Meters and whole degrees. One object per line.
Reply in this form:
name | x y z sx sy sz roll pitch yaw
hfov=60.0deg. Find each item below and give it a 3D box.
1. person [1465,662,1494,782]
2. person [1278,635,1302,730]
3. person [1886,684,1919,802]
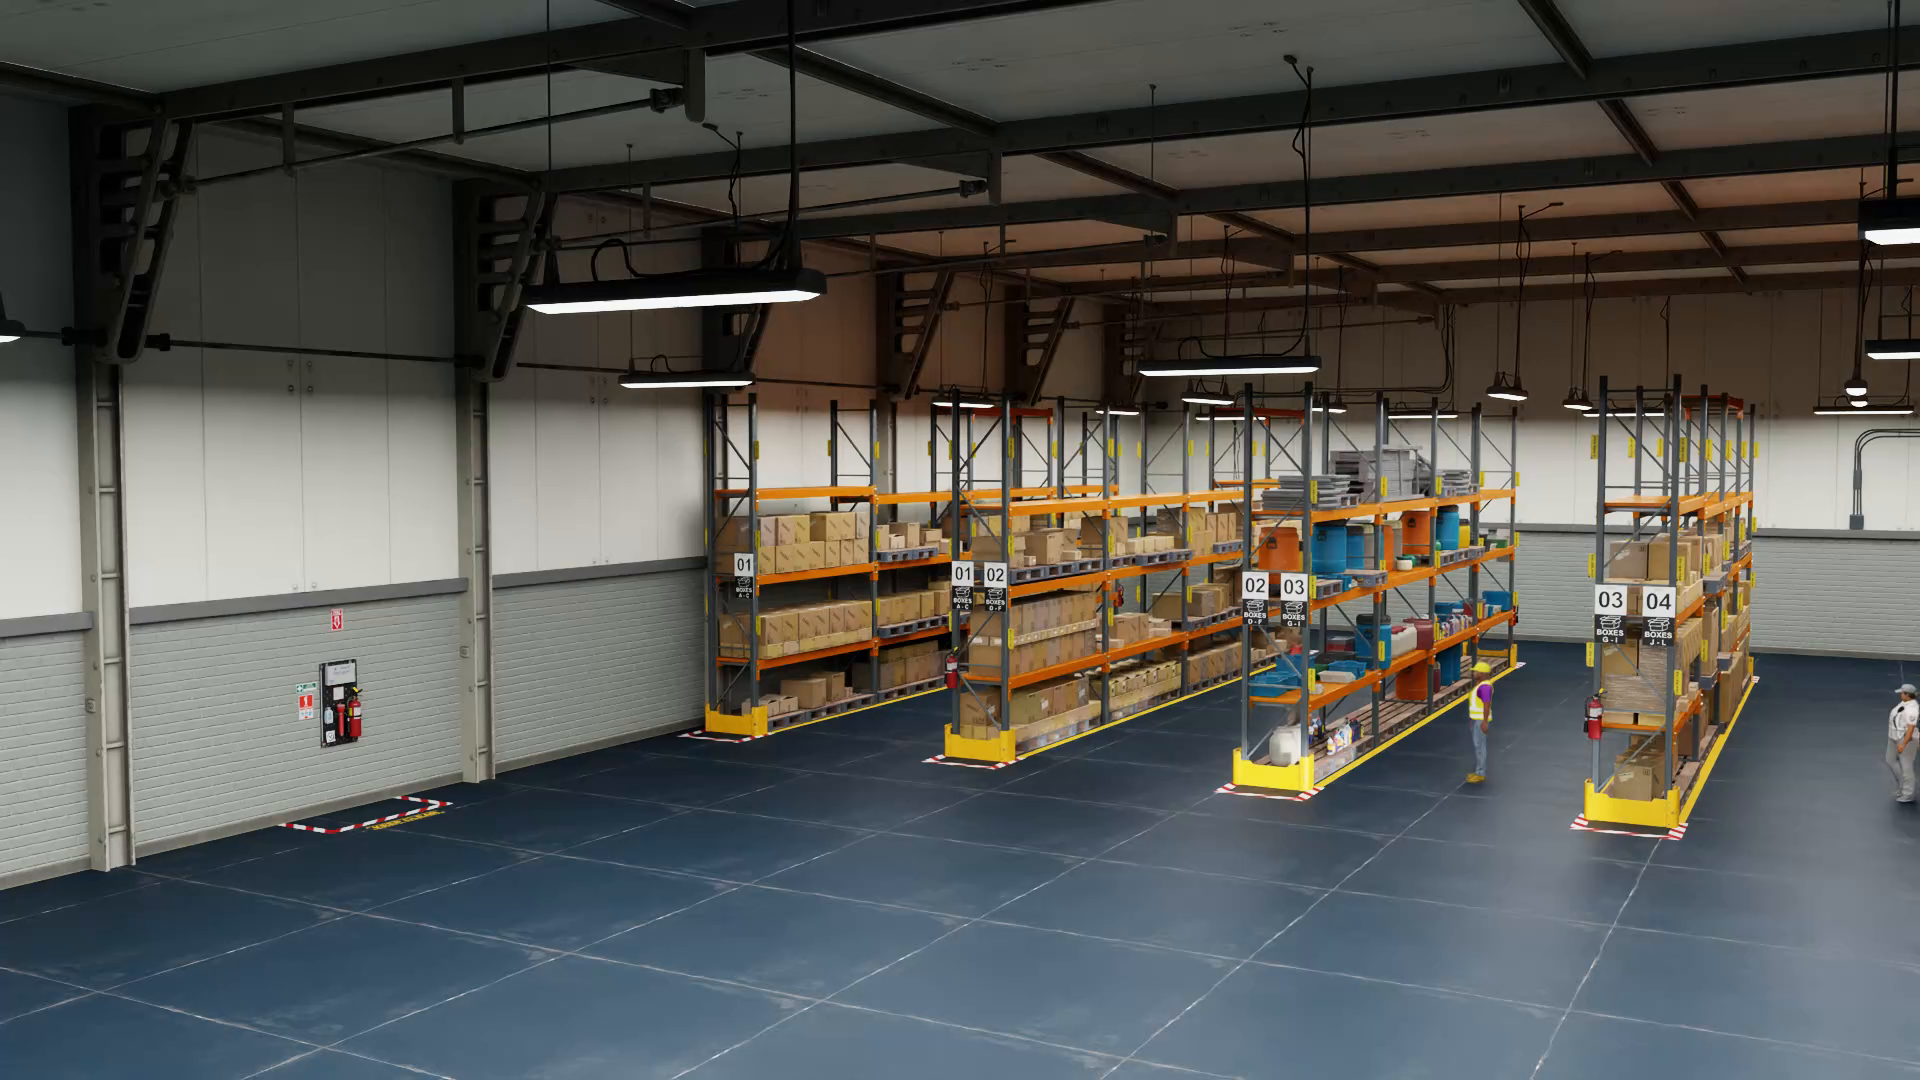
person | 7.873 2.752 25.298 0.453 1.776 0.647 0 3 4
person | 5.926 2.571 29.685 0.478 1.774 0.546 1 3 13
person | 13.511 2.901 23.822 0.414 1.703 0.579 0 3 5
